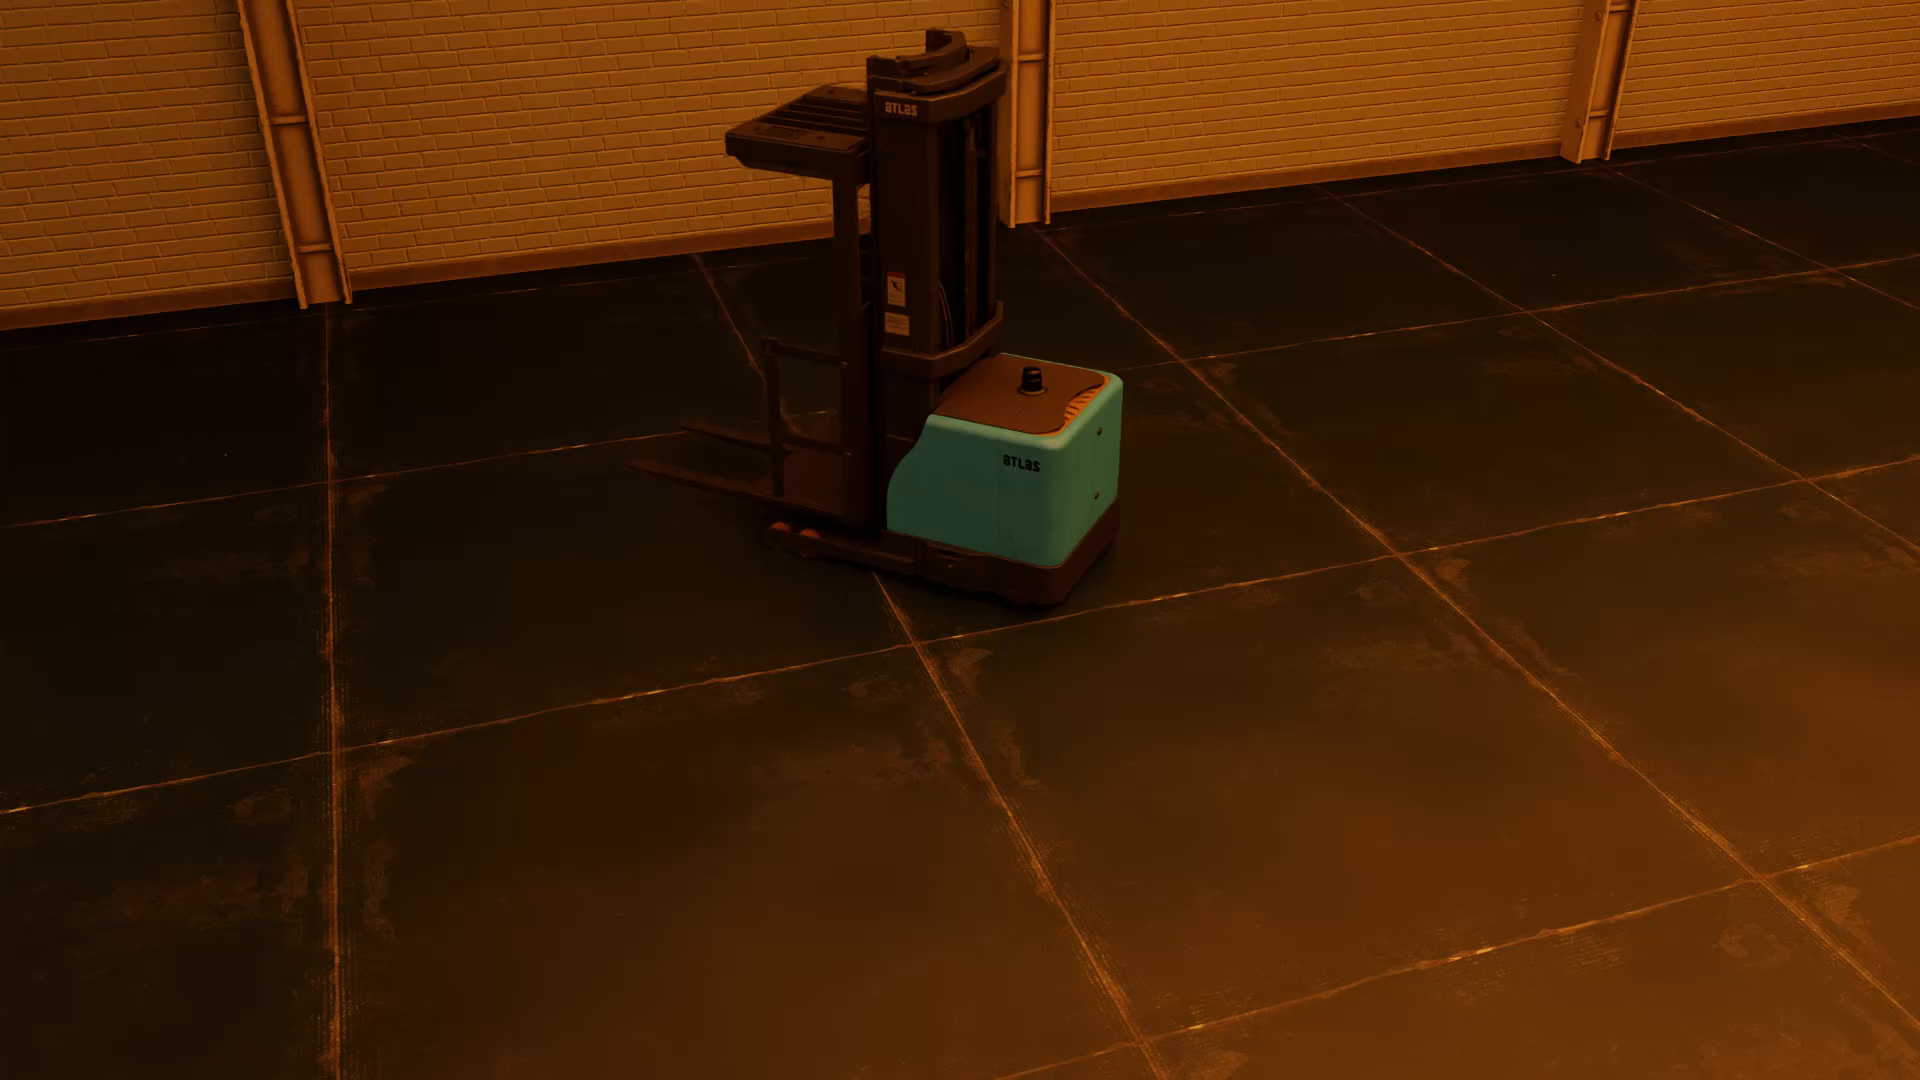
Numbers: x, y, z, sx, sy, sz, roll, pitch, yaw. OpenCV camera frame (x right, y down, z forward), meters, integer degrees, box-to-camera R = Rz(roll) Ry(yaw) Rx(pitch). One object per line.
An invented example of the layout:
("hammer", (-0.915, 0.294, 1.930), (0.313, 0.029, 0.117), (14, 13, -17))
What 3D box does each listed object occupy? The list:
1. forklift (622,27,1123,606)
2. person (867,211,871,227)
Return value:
("forklift", (-0.610, -1.388, 9.500), (3.031, 2.935, 1.130), (13, 32, 22))
("person", (-0.313, -2.497, 12.793), (0.798, 1.585, 0.502), (-1, 30, -2))
